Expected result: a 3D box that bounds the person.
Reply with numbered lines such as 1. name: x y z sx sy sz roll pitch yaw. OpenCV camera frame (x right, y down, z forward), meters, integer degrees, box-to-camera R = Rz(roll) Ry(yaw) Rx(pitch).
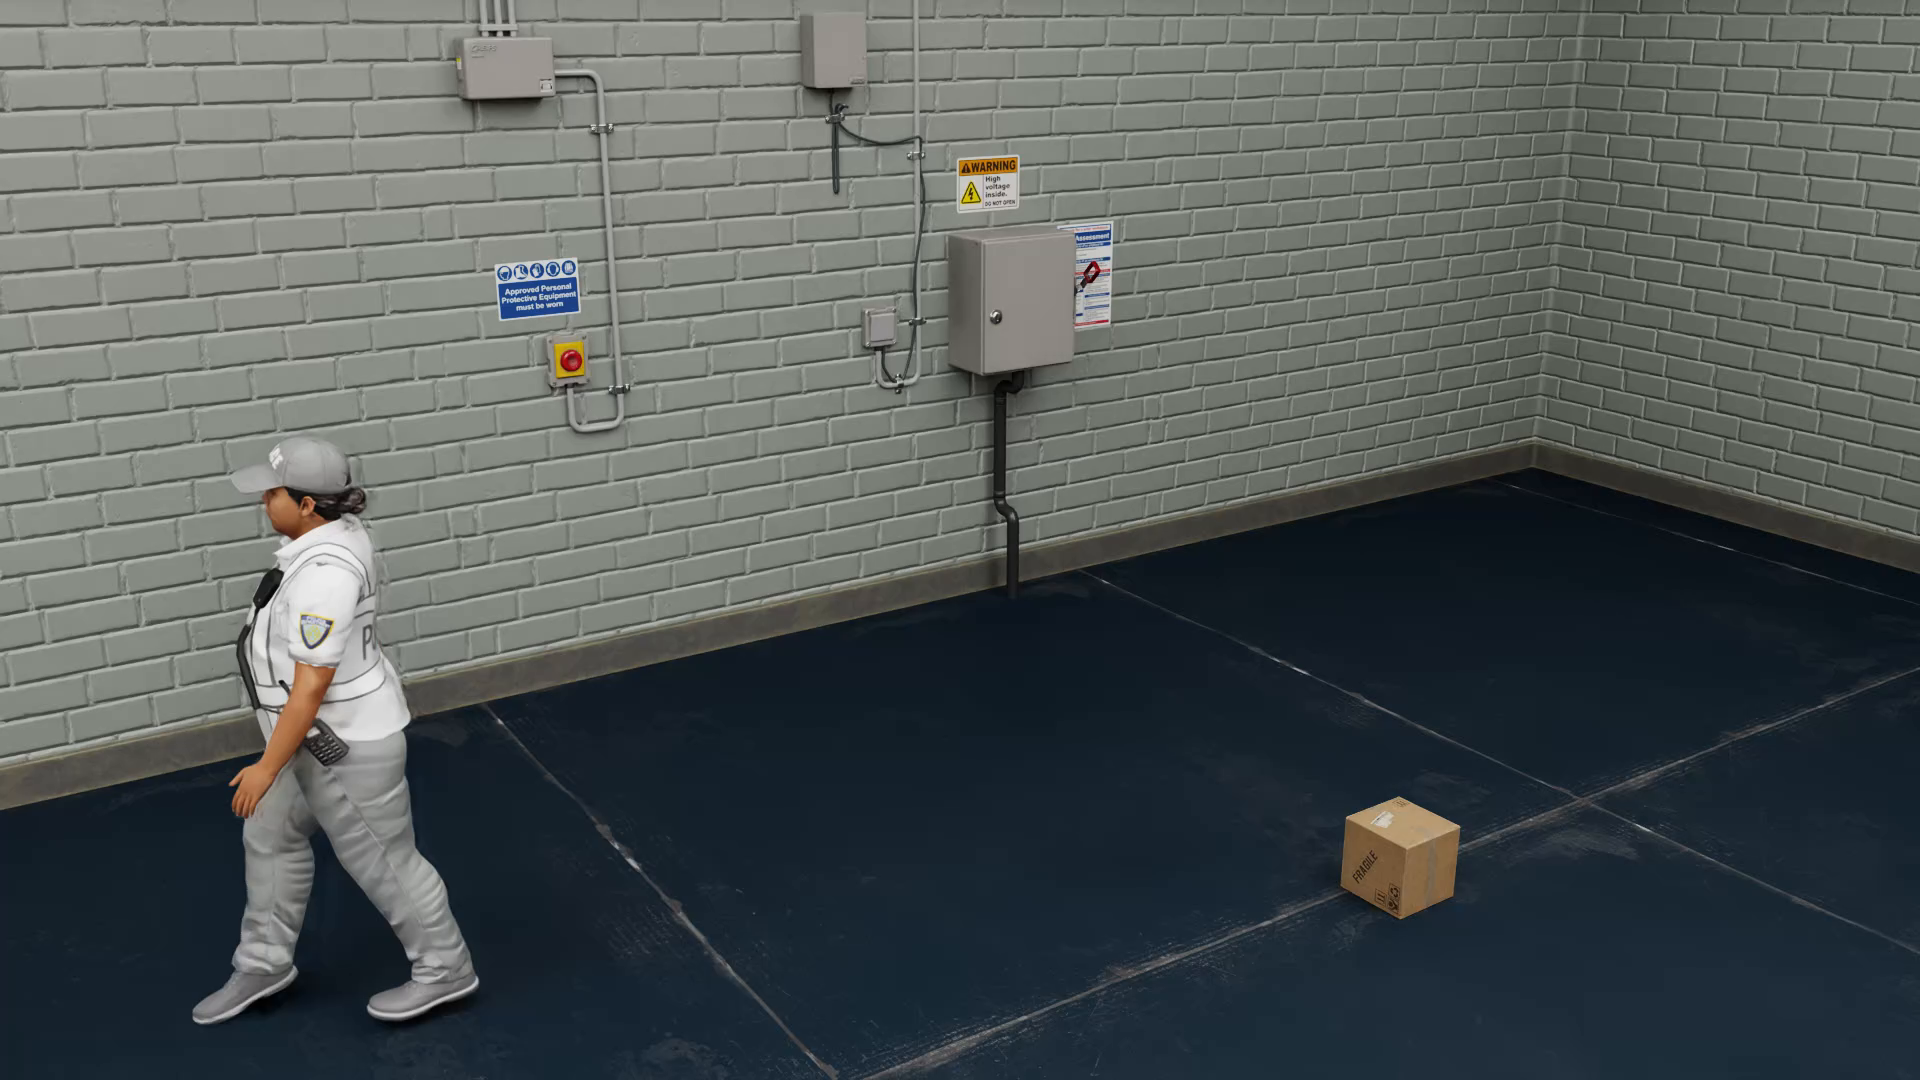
1. person: -1.734 0.553 4.380 0.764 1.683 0.489 -6 19 -19
